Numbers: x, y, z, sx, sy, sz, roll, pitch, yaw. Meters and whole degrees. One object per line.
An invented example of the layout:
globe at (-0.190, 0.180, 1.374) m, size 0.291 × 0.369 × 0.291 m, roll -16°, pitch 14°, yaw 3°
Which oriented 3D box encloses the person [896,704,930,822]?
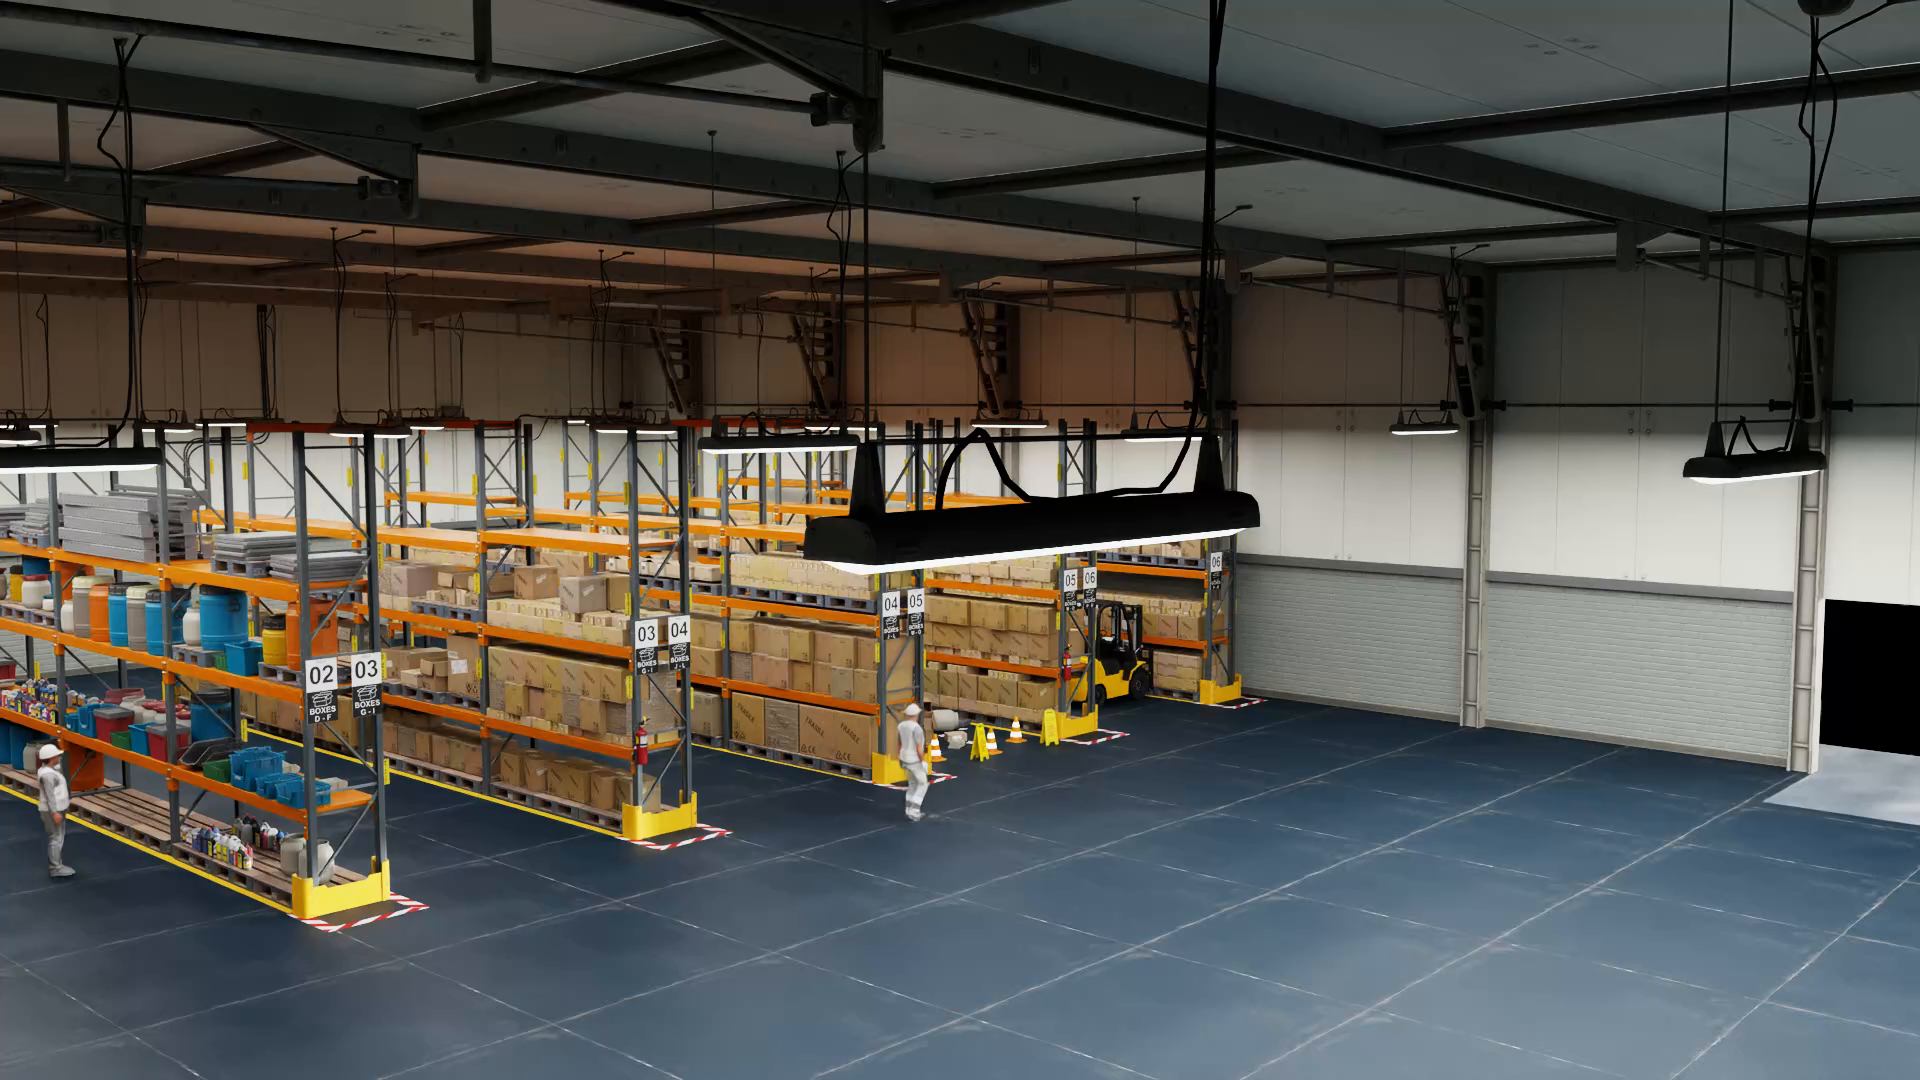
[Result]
person at (-0.720, 3.416, 25.414) m, size 0.402 × 1.858 × 0.593 m, roll -3°, pitch 5°, yaw -30°

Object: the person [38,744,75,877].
person at (-12.160, 3.631, 22.362) m, size 0.440 × 1.795 × 0.594 m, roll -1°, pitch 5°, yaw -15°
